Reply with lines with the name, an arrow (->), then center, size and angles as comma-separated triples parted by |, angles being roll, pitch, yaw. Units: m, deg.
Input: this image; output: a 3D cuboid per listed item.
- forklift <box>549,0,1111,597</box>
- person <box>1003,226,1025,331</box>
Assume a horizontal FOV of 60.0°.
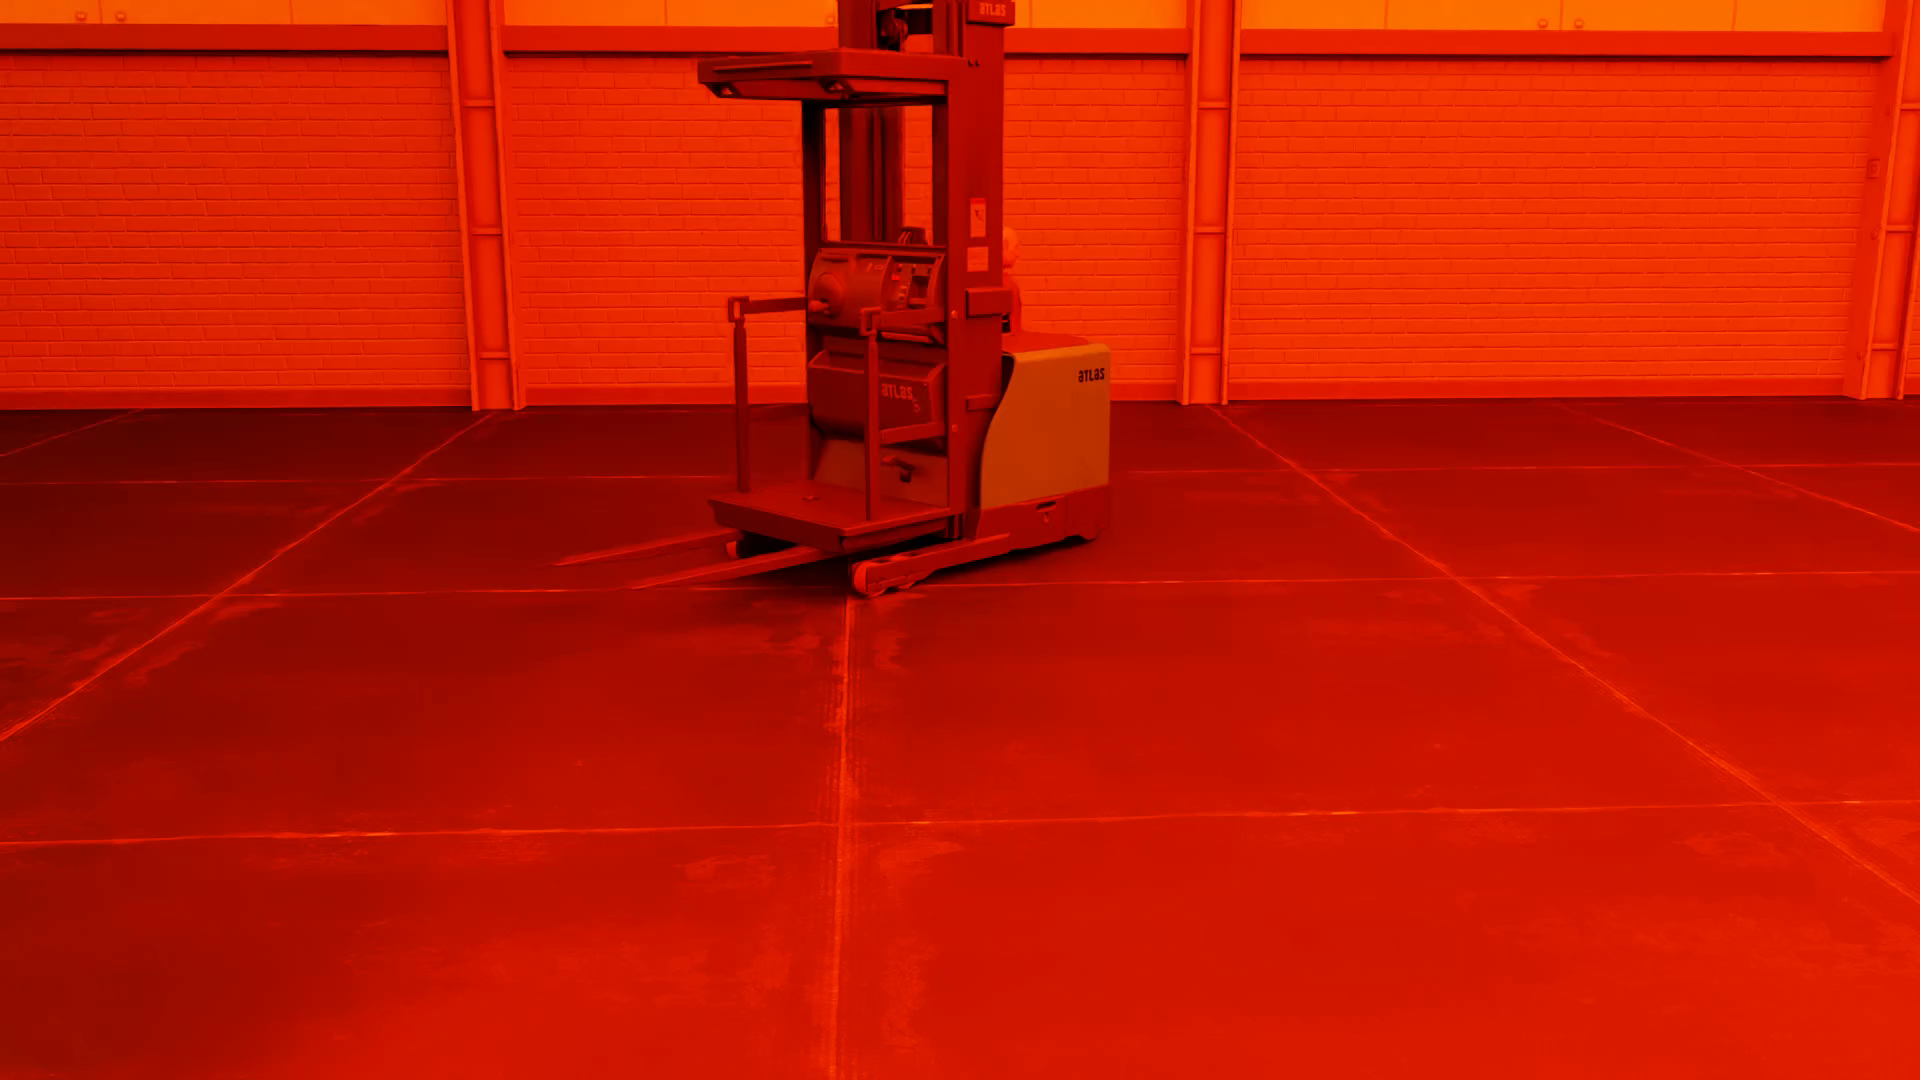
forklift -> -0.574, -1.287, 8.147 | 3.031, 2.935, 1.130 | -12, 18, -43
person -> 0.344, -1.059, 10.086 | 0.723, 1.670, 0.897 | 0, 13, 0
